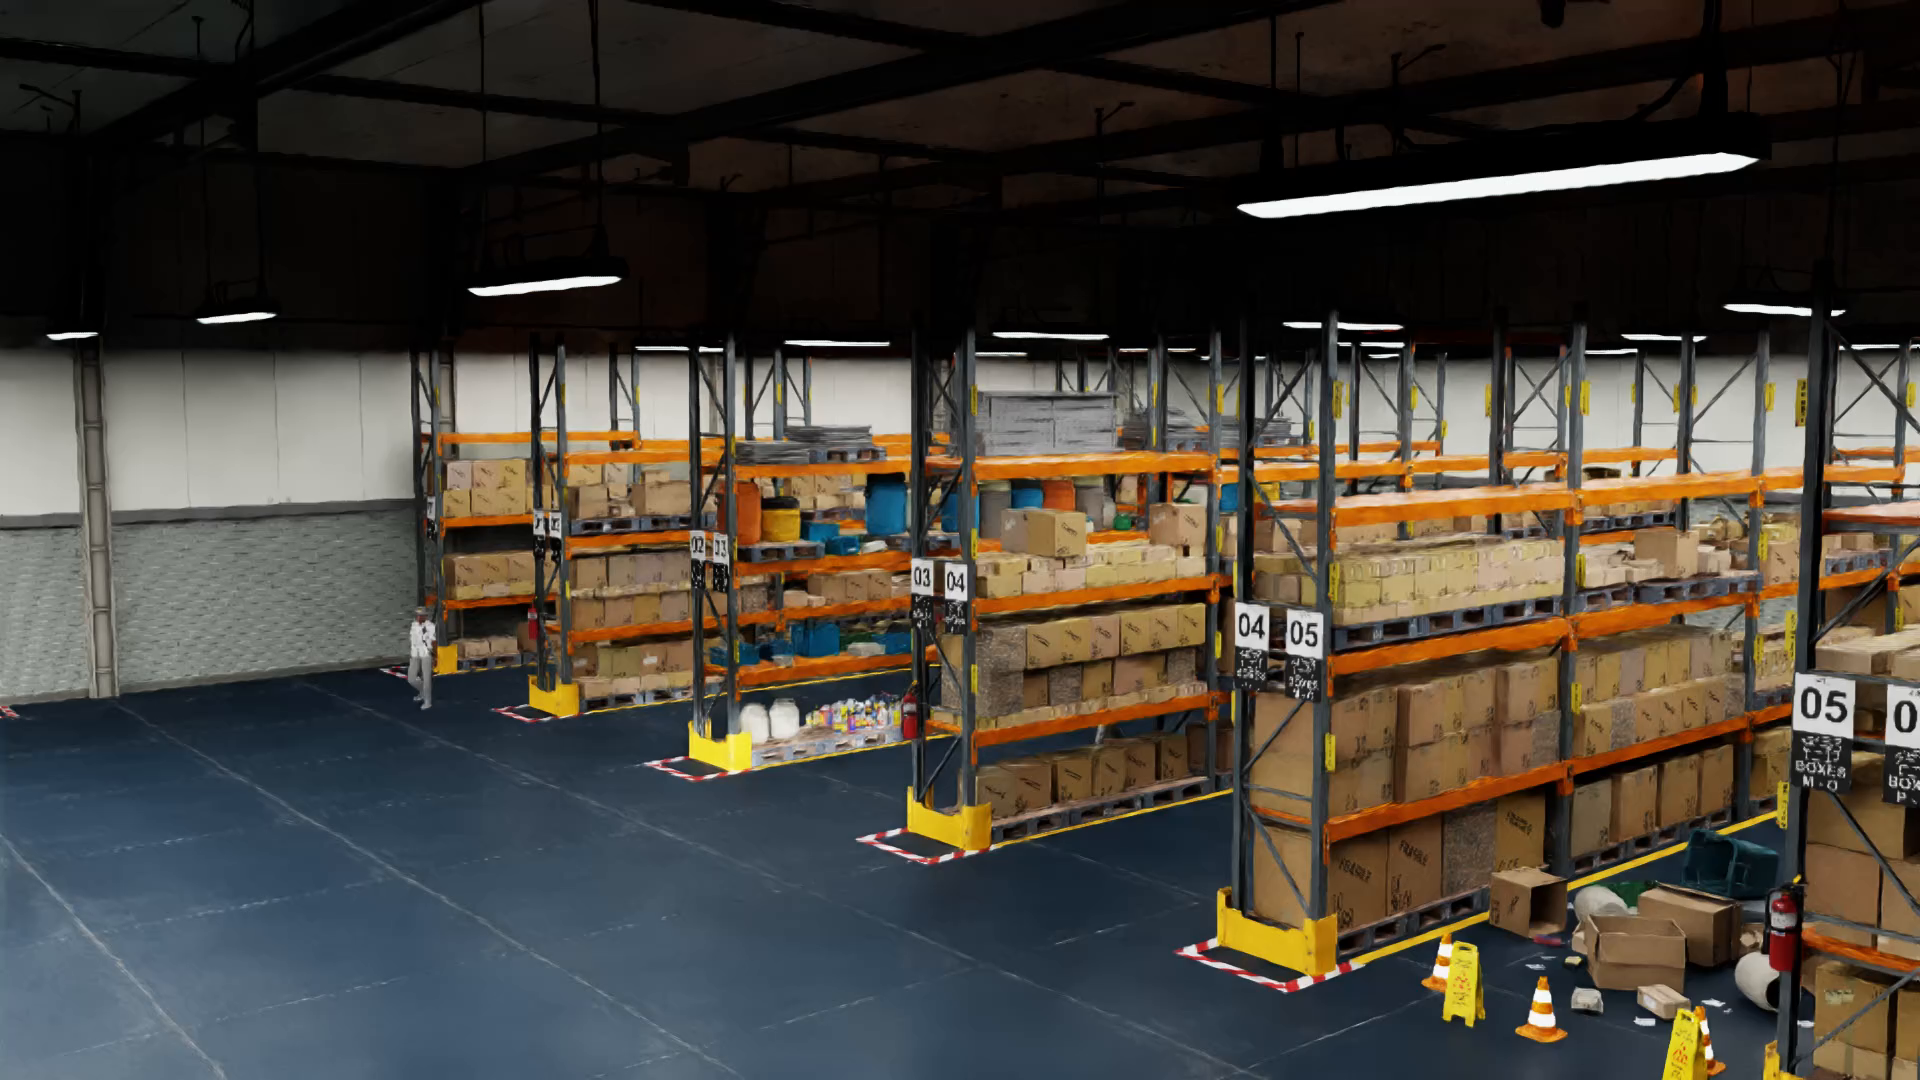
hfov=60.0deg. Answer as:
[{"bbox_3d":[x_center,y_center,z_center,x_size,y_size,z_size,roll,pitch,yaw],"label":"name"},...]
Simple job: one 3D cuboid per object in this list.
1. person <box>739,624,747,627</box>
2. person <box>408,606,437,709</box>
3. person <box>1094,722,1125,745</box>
[{"bbox_3d":[-4.140,1.473,30.559,1.194,1.698,0.598,-4,7,-37],"label":"person"},{"bbox_3d":[-8.620,1.871,26.738,0.526,1.657,0.525,1,5,13],"label":"person"},{"bbox_3d":[1.949,2.211,22.622,1.101,1.697,0.544,-4,7,-36],"label":"person"}]
